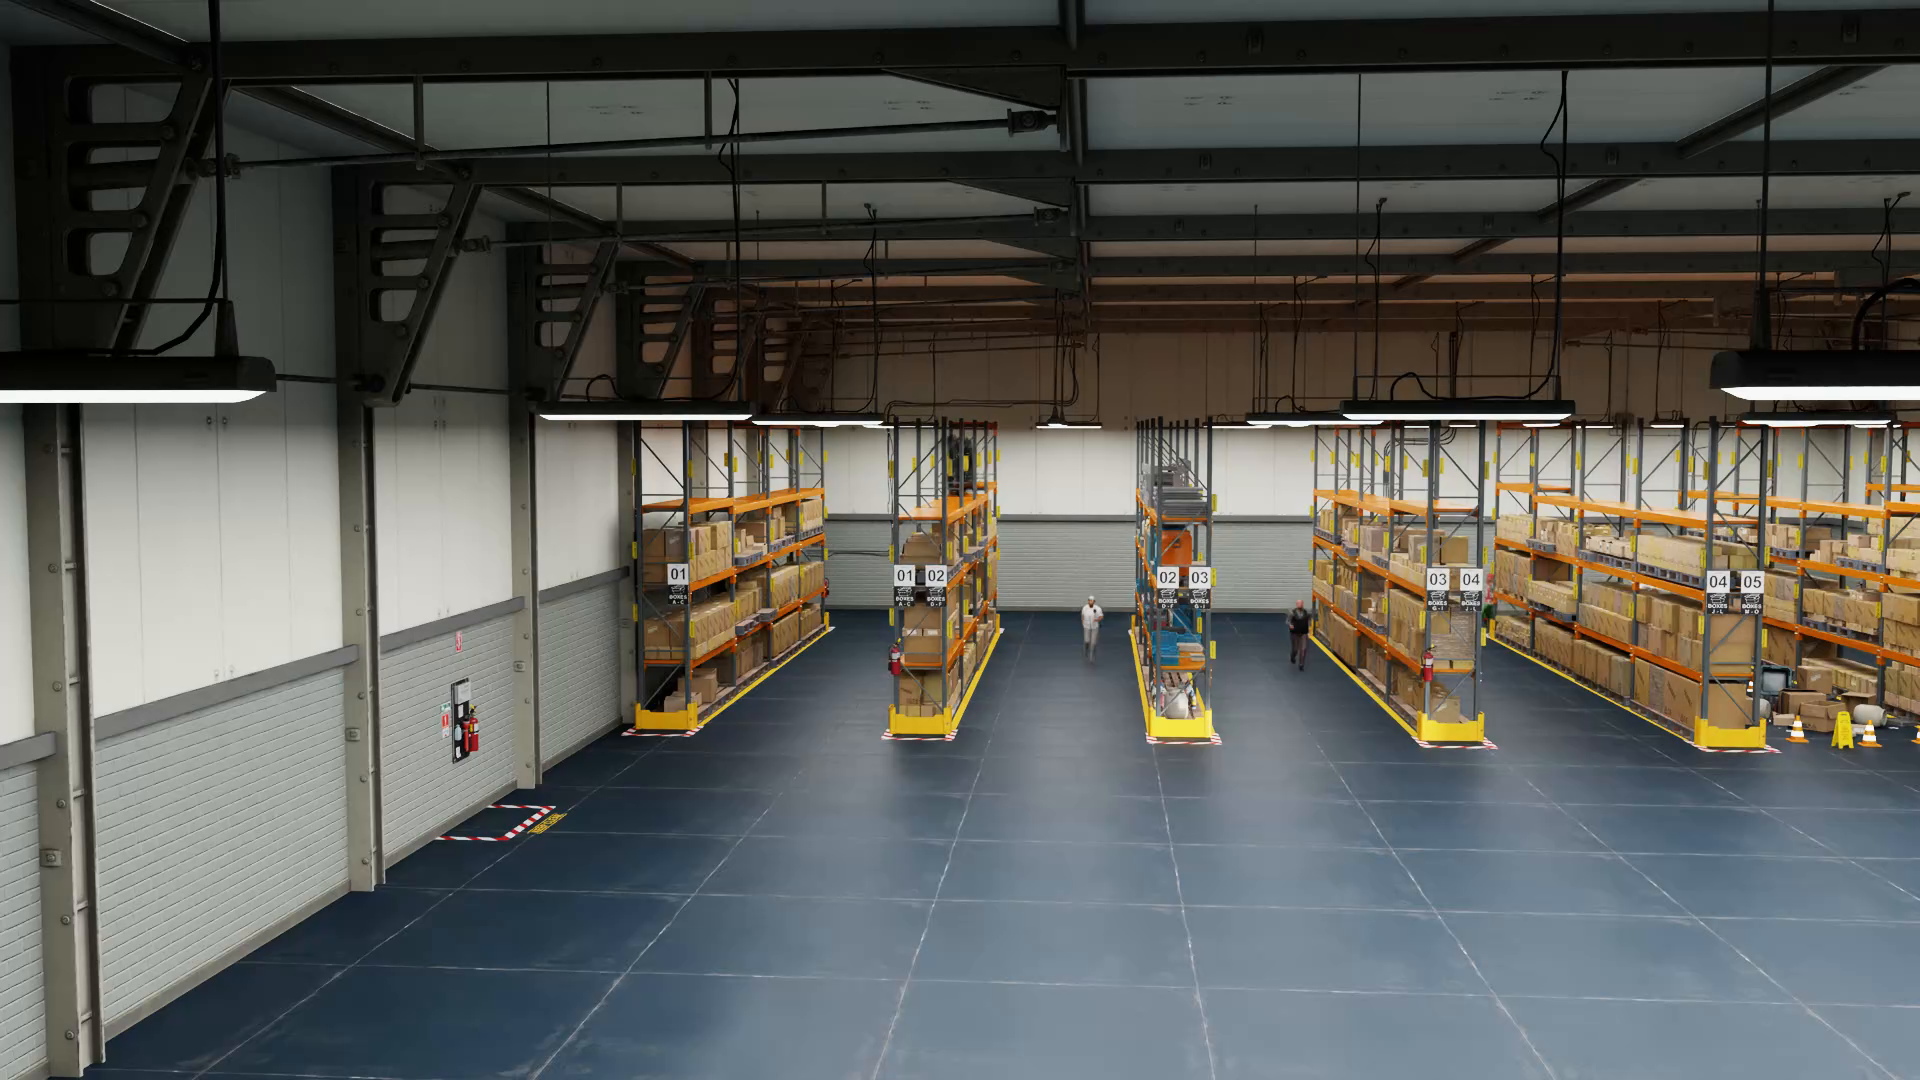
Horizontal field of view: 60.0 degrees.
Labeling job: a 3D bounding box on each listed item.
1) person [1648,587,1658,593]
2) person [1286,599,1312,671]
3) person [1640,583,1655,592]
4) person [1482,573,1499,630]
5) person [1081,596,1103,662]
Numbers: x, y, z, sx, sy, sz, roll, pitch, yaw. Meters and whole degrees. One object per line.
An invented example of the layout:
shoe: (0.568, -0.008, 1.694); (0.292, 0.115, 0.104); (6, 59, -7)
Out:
person: (20.019, 1.741, 48.090); (0.772, 1.758, 0.536); (-1, 4, -10)
person: (8.155, 2.263, 40.004); (0.651, 1.702, 0.876); (0, 4, 2)
person: (19.416, 1.750, 47.328); (0.804, 1.797, 0.732); (1, 4, 11)
person: (15.113, 1.778, 47.462); (0.682, 1.705, 0.778); (0, 4, 4)
person: (3.268, 2.212, 41.274); (0.580, 1.658, 0.638); (1, 4, 12)
